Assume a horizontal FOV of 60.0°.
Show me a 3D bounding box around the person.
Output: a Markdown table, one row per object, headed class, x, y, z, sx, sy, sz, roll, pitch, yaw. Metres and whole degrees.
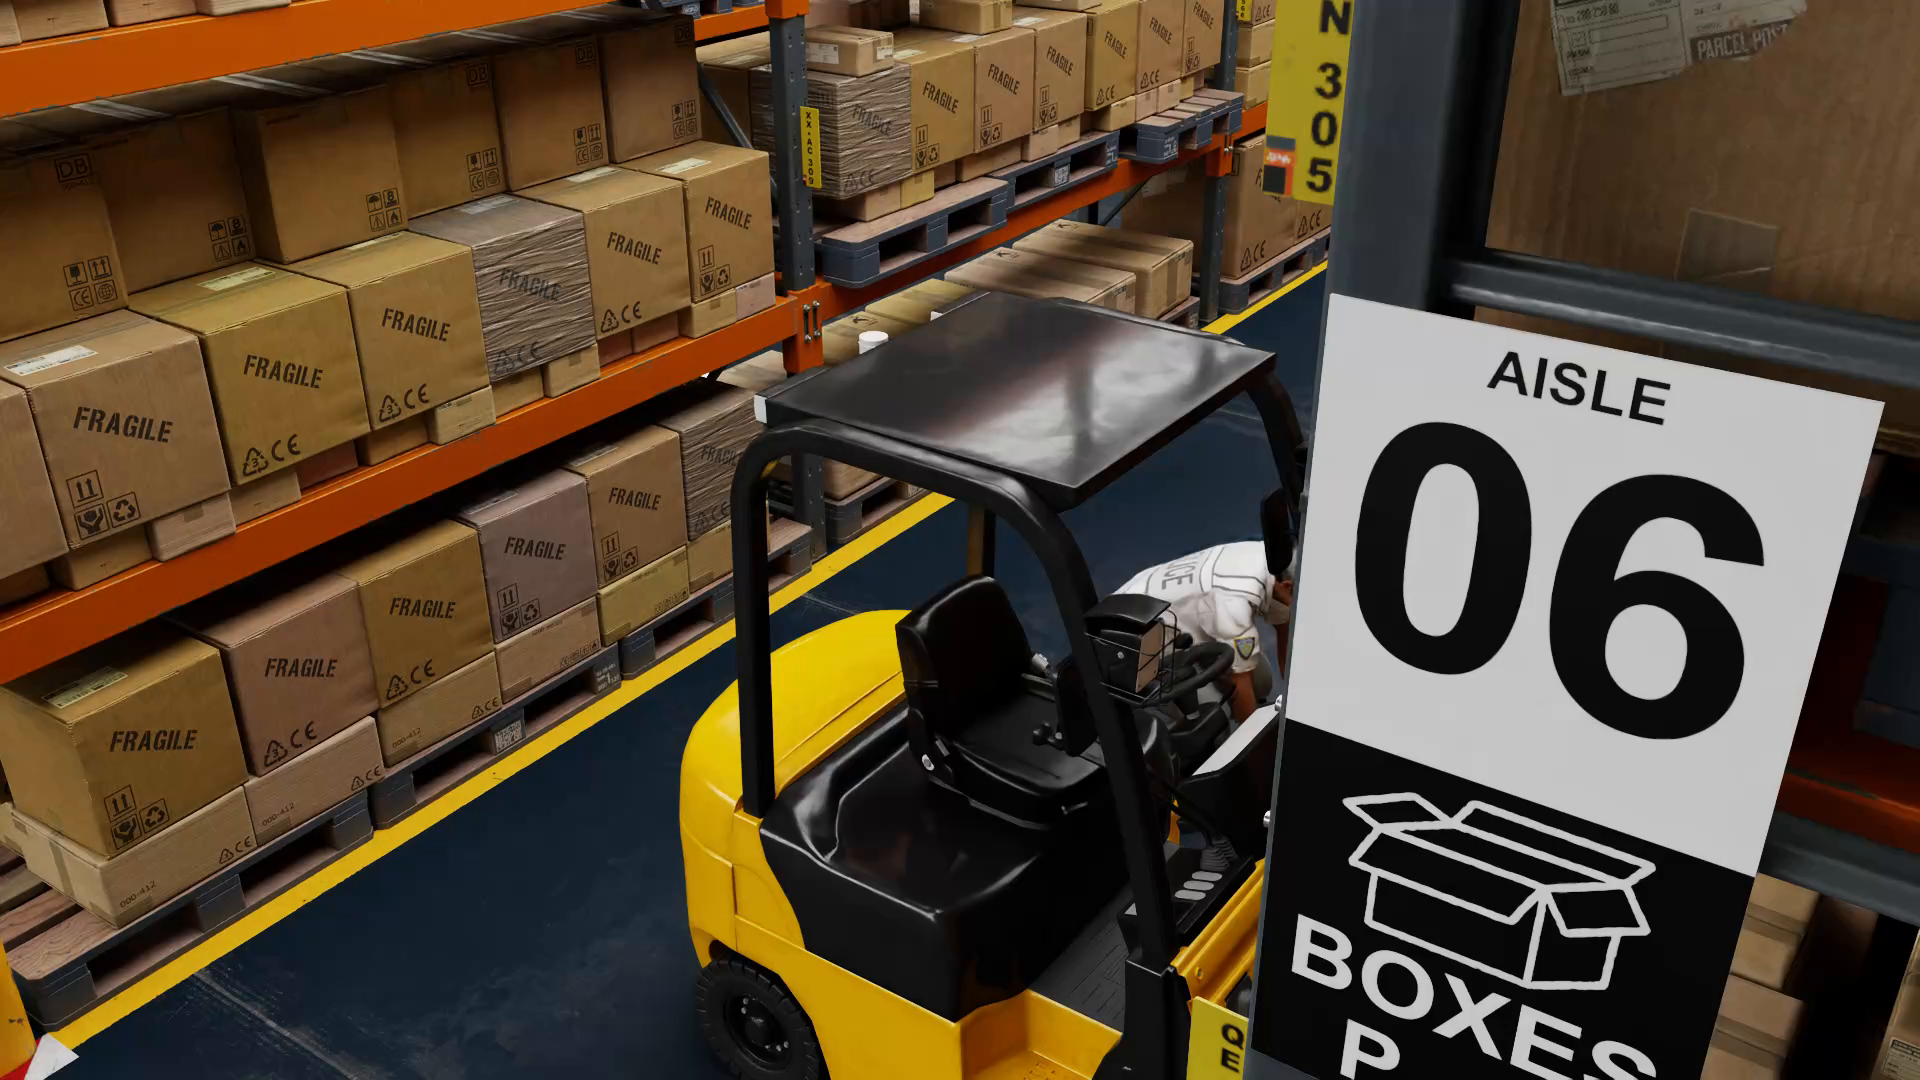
| class | x | y | z | sx | sy | sz | roll | pitch | yaw |
| --- | --- | --- | --- | --- | --- | --- | --- | --- | --- |
| person | 0.914 | 0.417 | 6.000 | 0.791 | 1.034 | 0.532 | 17 | 32 | 30 |
